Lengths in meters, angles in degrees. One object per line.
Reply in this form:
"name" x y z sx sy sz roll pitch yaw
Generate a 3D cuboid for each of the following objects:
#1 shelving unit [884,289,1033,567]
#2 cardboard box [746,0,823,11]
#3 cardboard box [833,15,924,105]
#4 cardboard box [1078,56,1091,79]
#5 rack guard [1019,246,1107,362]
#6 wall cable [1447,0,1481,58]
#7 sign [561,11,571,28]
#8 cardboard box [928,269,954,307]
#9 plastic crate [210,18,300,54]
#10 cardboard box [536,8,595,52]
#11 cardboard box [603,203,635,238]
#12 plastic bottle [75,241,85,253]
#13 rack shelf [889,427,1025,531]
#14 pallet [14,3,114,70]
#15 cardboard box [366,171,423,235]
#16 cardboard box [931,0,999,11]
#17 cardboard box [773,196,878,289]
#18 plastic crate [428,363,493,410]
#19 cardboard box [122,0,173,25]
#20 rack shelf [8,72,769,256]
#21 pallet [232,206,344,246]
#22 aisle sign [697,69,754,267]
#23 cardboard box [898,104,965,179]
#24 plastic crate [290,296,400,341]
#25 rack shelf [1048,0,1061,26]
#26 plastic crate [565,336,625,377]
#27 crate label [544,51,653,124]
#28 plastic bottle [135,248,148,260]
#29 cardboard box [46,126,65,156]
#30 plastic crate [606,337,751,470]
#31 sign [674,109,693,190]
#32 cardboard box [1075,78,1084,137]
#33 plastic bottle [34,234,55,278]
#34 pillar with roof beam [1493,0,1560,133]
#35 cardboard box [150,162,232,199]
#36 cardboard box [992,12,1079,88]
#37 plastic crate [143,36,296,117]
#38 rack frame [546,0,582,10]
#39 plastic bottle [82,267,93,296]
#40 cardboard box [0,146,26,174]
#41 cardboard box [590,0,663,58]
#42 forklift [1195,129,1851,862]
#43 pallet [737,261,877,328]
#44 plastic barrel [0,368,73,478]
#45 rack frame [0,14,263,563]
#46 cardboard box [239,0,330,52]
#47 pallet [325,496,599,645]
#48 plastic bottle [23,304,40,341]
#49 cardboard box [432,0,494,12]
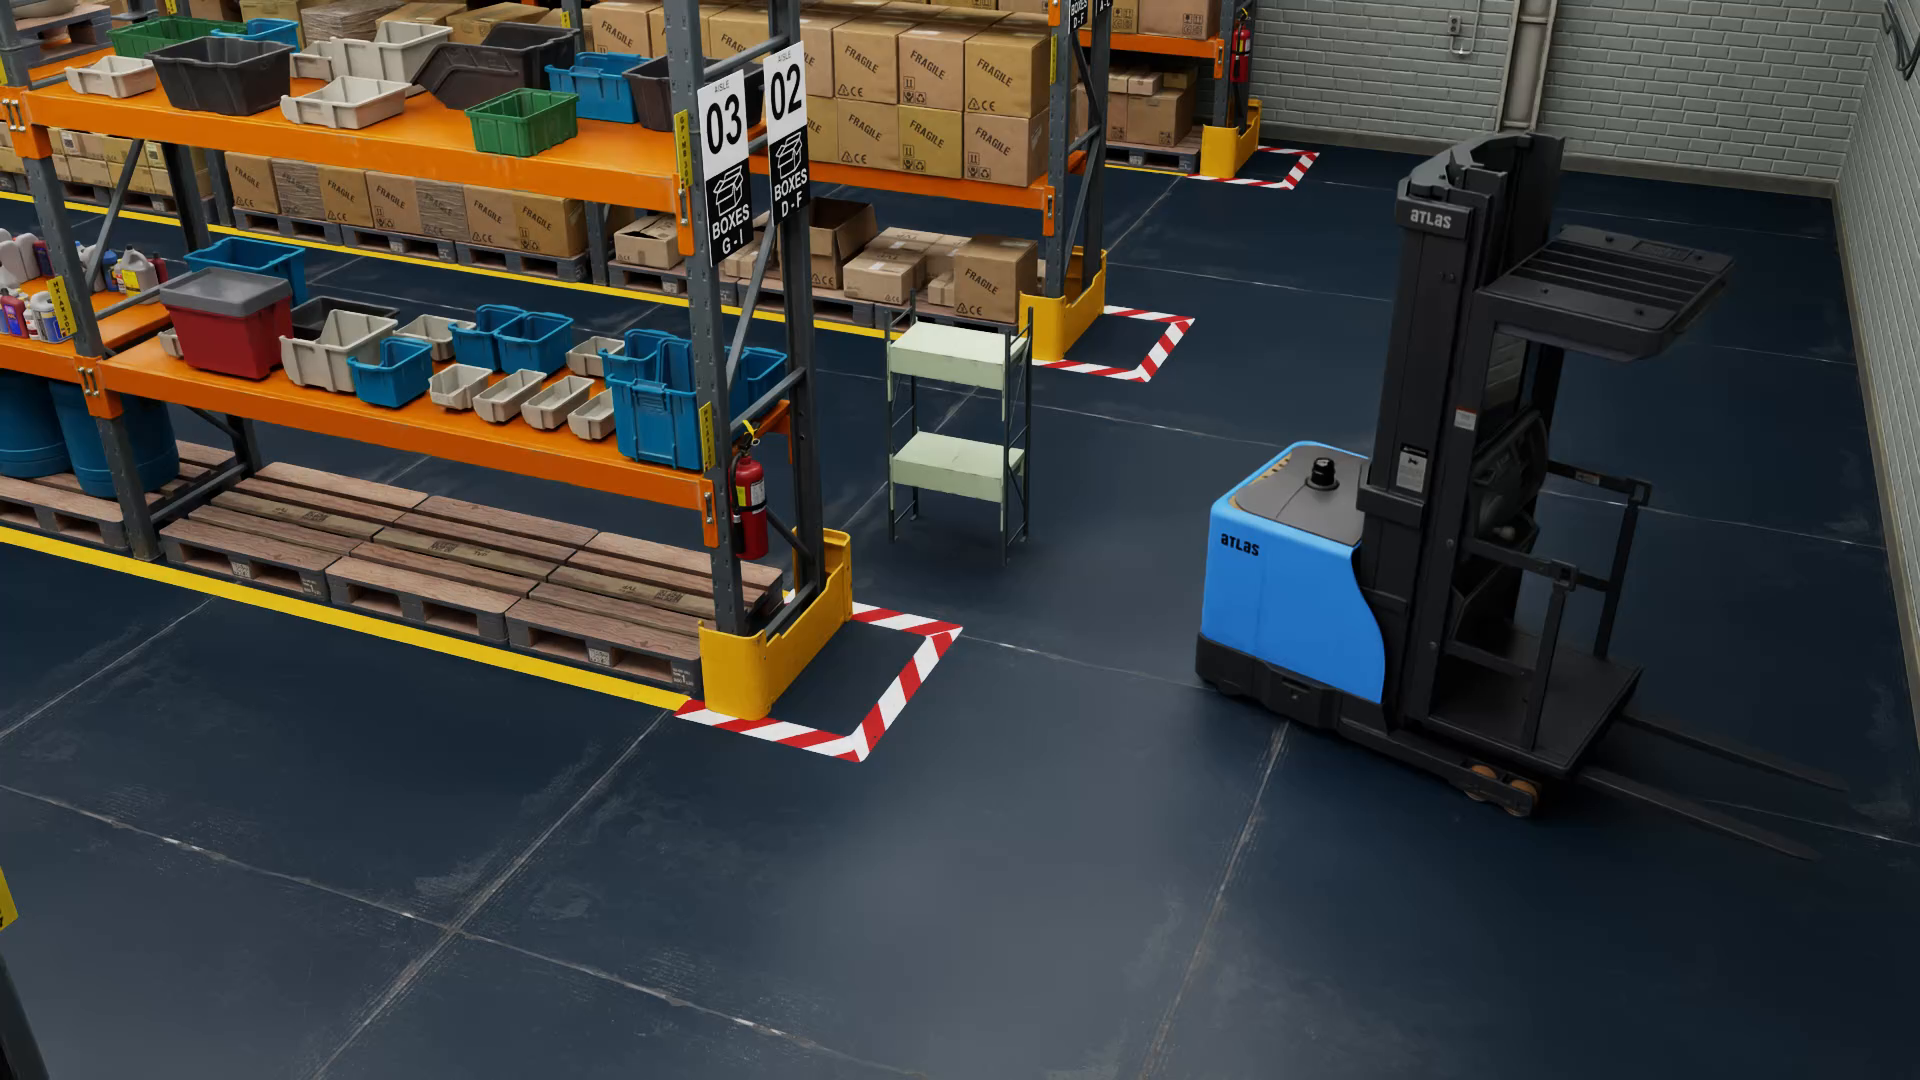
"shelving unit" -0.006 -0.654 9.794 0.755 1.500 0.431 11 31 19
"cardboard box" -1.324 -3.980 13.036 0.500 0.500 0.500 12 31 20
"cardboard box" -0.593 -3.546 12.269 0.500 0.500 0.500 12 32 20
"cardboard box" 1.300 -4.898 17.233 0.250 0.149 0.380 12 32 20
"rack guard" 0.803 -1.849 12.925 0.348 0.500 1.175 11 31 19
"wall cable" 4.275 -5.819 16.376 1.851 1.984 0.084 11 31 19
"sign" -3.038 -3.914 12.860 0.005 0.325 0.100 11 31 19
"cardboard box" -0.064 -1.986 13.058 0.250 0.166 0.380 11 31 19
"plastic crate" -3.735 -2.616 8.862 0.300 0.233 0.416 11 31 19
"cardboard box" -3.188 -4.079 13.802 0.500 0.500 0.700 1 30 2
"cardboard box" -3.189 -2.967 14.456 0.500 0.500 0.500 10 31 17
"plastic bottle" -5.420 -1.711 10.270 0.097 0.271 0.097 0 29 0
"rack shelf" -0.006 -0.370 9.955 0.720 0.370 0.431 11 31 19
"pallet" -5.462 -2.730 9.086 1.003 0.211 1.213 11 31 19
"cardboard box" -4.789 -3.009 14.529 0.500 0.500 0.500 10 31 17
"cardboard box" 0.197 -5.808 17.084 0.700 0.700 0.980 10 31 18
"cardboard box" -1.090 -2.423 13.489 0.637 0.503 0.797 11 31 19
"plastic crate" -2.627 -0.792 8.721 0.250 0.136 0.298 11 31 19
"cardboard box" -10.297 -6.813 21.260 0.500 0.500 0.700 9 31 16
"rack shelf" -2.845 -2.028 8.384 4.000 0.370 1.077 11 31 19
"pallet" -5.862 -3.034 15.315 1.213 0.211 1.003 11 31 19
"aisle sign" -1.035 -1.650 7.391 0.004 0.787 0.394 11 31 19
"cardboard box" -0.126 -3.020 12.354 0.500 0.500 0.500 12 31 20
"plastic crate" -3.560 -1.227 9.503 0.590 0.125 0.437 11 31 19
"rack shelf" -0.979 -4.286 12.379 4.000 0.370 1.077 11 31 19
"plastic crate" -1.992 -0.995 9.081 0.298 0.136 0.250 11 31 19
"crate label" -1.725 -2.225 8.152 0.502 0.251 0.408 11 31 19
"plastic bottle" -5.002 -1.642 10.136 0.133 0.283 0.061 11 31 19
"cardboard box" -8.531 -3.899 15.810 0.500 0.311 0.500 12 32 20
"plastic crate" -1.373 -0.684 8.226 0.499 0.435 0.616 11 31 19
"sign" -1.184 -1.672 7.129 0.005 0.325 0.100 11 31 19
"cardboard box" 1.117 -4.547 17.270 0.500 0.500 0.700 10 31 17
"plastic bottle" -5.701 -1.781 10.383 0.133 0.283 0.061 11 31 19
"pillar with roof beam" 3.941 -5.726 11.147 0.400 9.000 9.100 11 31 19
"cardboard box" -7.118 -3.375 15.452 0.500 0.250 0.500 12 32 20
"cardboard box" 0.562 -3.604 12.372 0.500 0.500 0.500 12 32 21
"plastic crate" -3.651 -2.300 8.266 0.590 0.269 0.497 11 31 19
"rack frame" -4.680 -6.663 18.901 0.127 3.000 1.000 11 31 19
"plastic bottle" -5.353 -1.586 10.120 0.097 0.201 0.097 0 29 0
"cardboard box" -9.011 -3.752 16.118 0.500 0.250 0.500 10 31 18
"cardboard box" -2.502 -3.927 12.942 0.500 0.500 0.500 12 32 20
"forklift" 2.721 -0.268 7.657 3.031 2.935 1.130 21 35 32
"pallet" -1.062 -2.097 13.657 1.213 0.211 1.003 11 31 19
"plastic barrel" -5.852 -0.914 10.436 0.708 0.901 0.600 11 31 19
"rack frame" -4.699 -1.406 9.600 0.127 3.000 1.000 11 31 19
"cardboard box" -5.913 -4.565 14.660 0.500 0.500 0.700 1 30 2
"pallet" -2.868 0.152 9.678 1.213 0.211 1.003 11 31 19
"plastic bottle" -5.303 -1.254 9.533 0.097 0.201 0.097 0 29 0
"cardboard box" -5.872 -6.336 19.654 0.500 0.250 0.500 12 32 20
